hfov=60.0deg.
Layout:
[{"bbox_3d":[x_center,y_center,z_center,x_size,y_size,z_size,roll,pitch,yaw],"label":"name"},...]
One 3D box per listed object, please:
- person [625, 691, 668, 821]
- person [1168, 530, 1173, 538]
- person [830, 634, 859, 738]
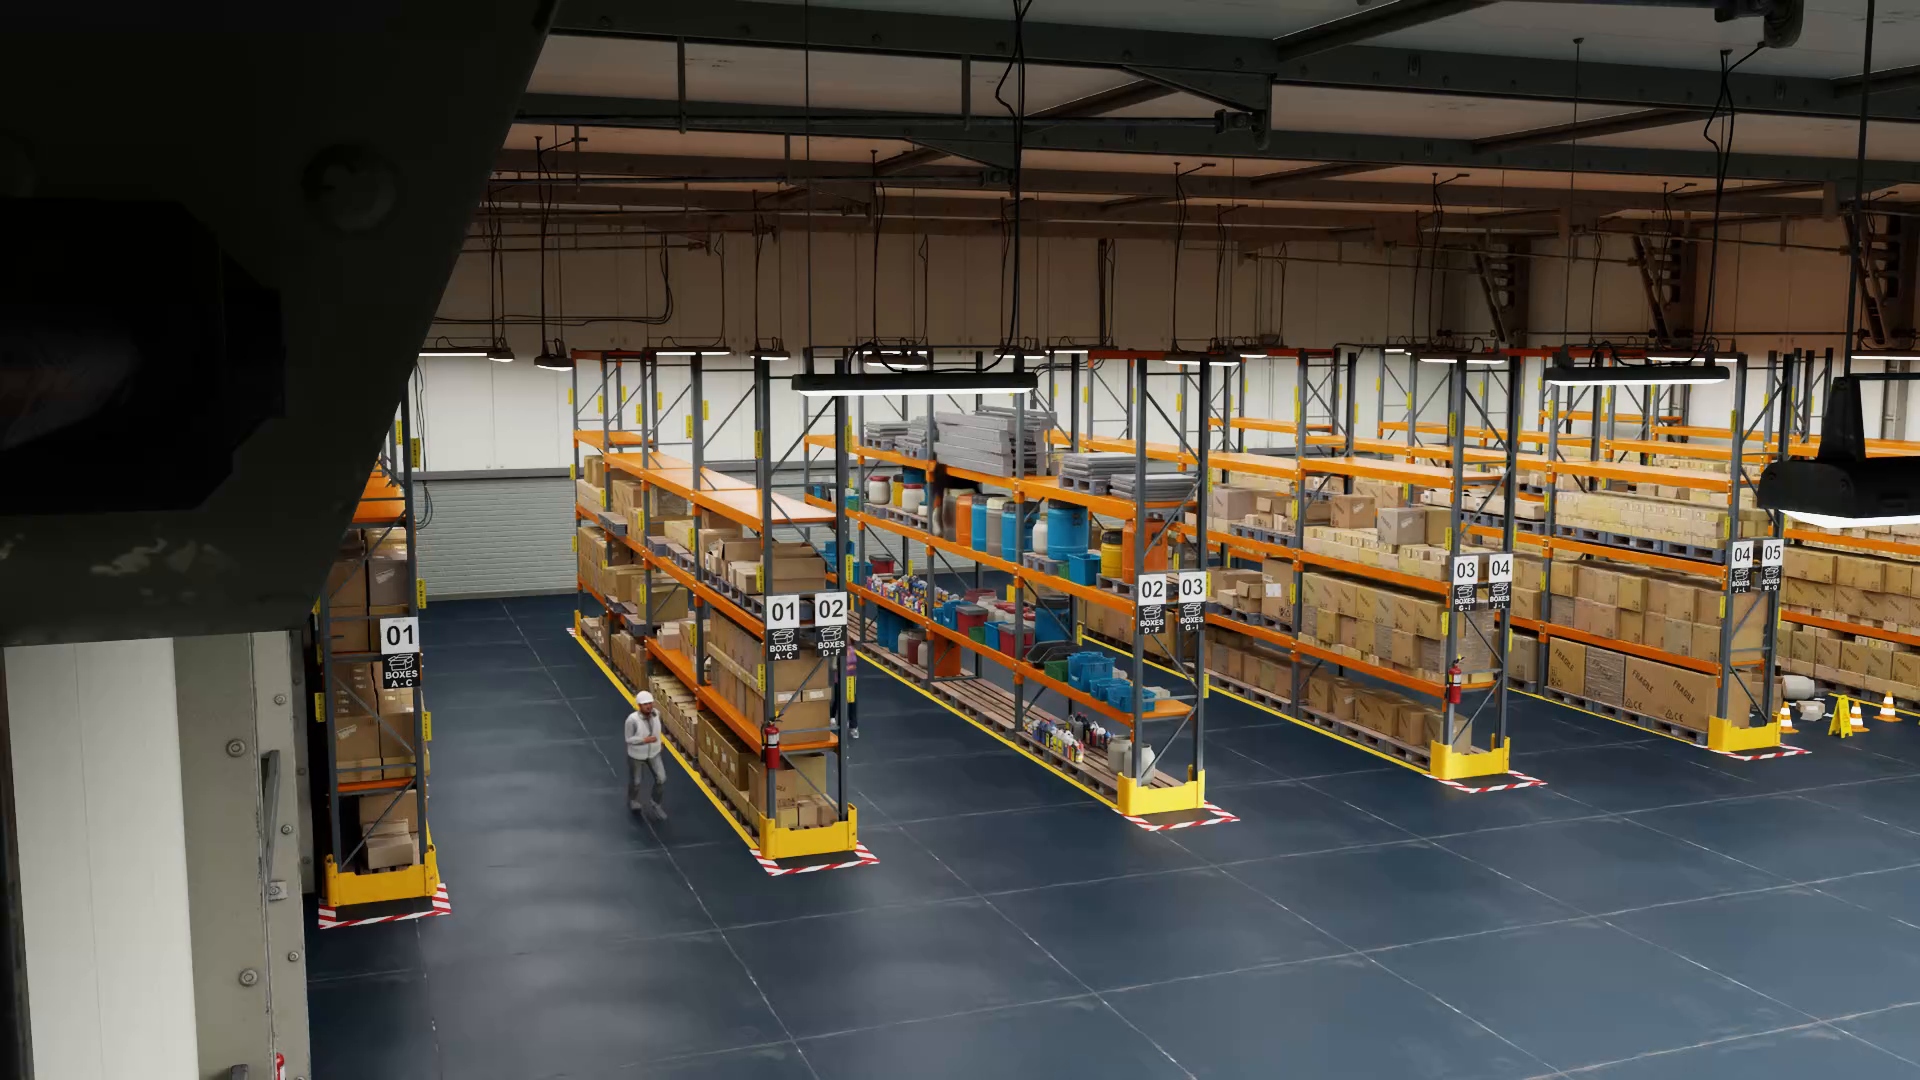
[{"bbox_3d":[-4.120,2.783,21.653,0.578,1.725,0.962,-4,8,-30],"label":"person"},{"bbox_3d":[5.196,0.264,42.998,0.595,1.495,0.805,0,7,-2],"label":"person"},{"bbox_3d":[-1.832,2.256,26.254,0.512,1.609,0.861,-4,8,-30],"label":"person"}]
